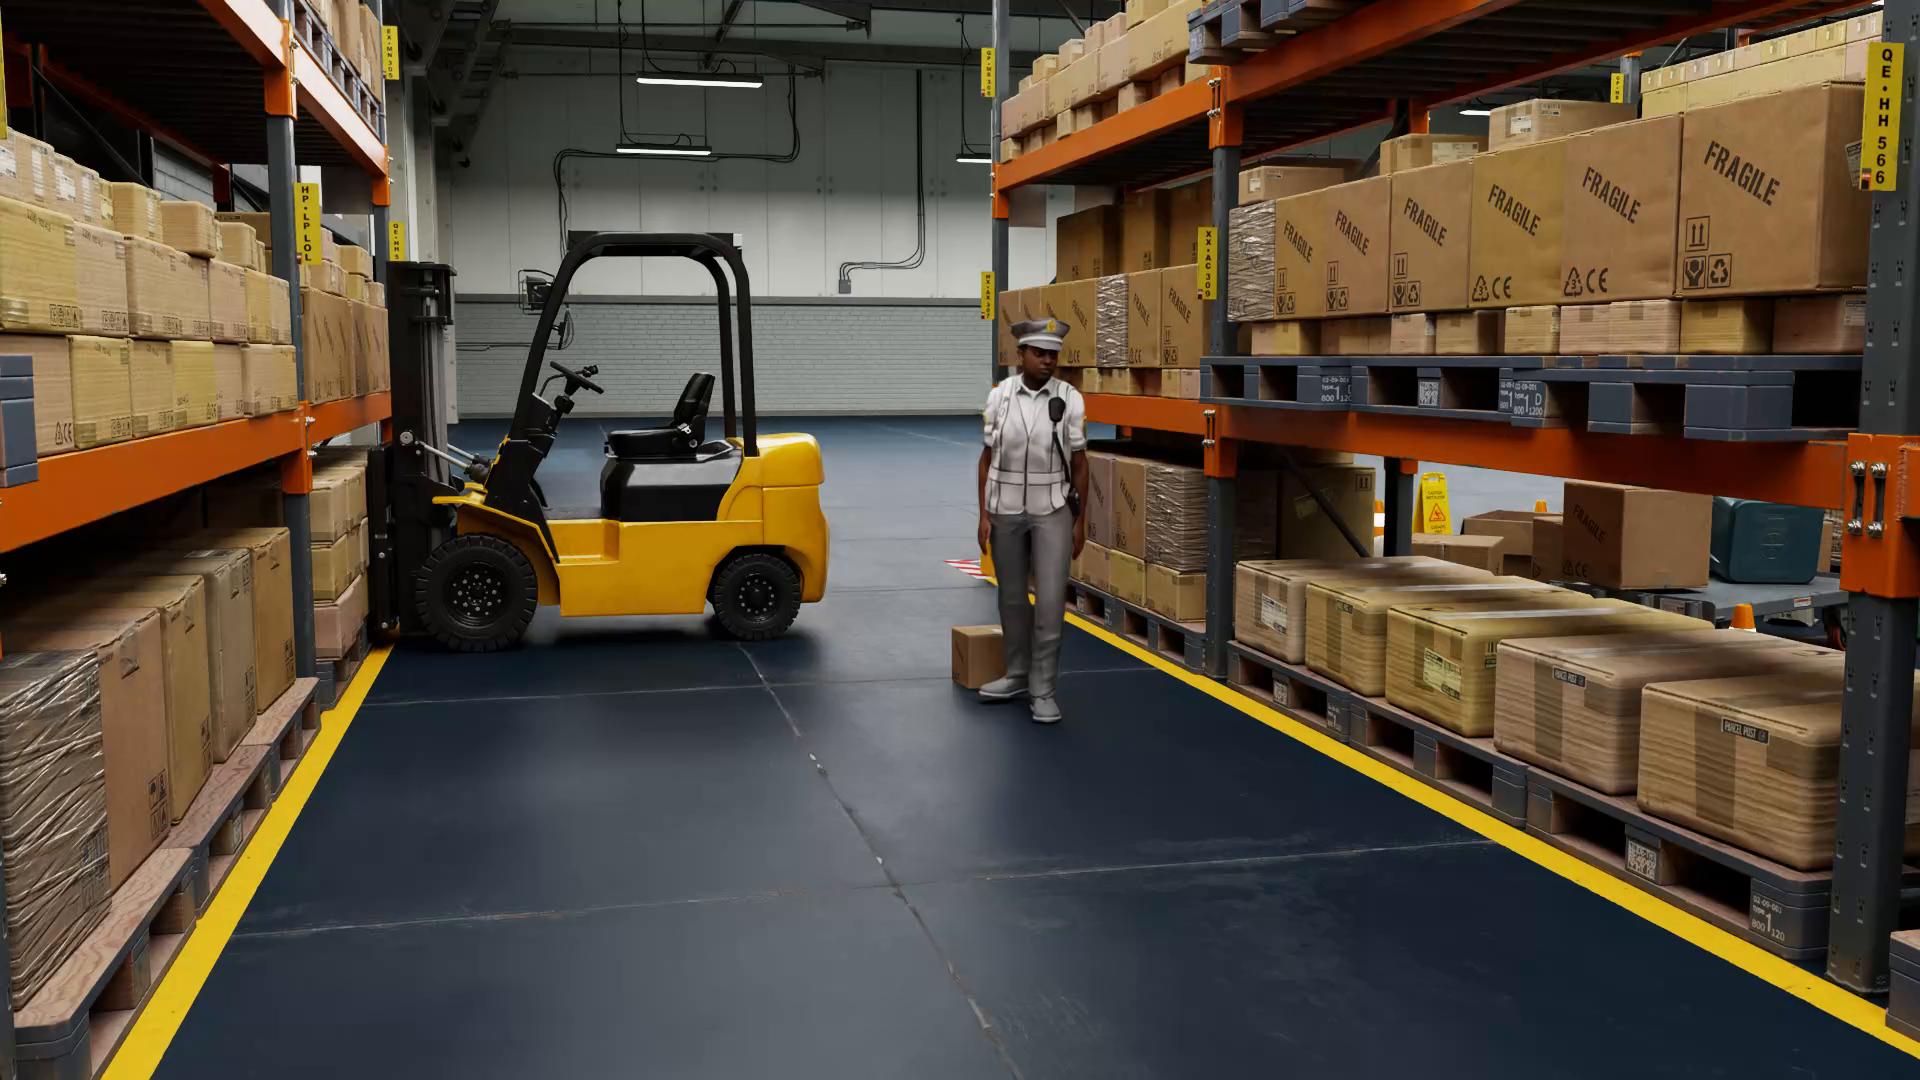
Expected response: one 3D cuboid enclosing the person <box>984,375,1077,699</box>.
[{"bbox_3d":[0.305,-0.018,7.075,0.384,1.363,0.507,1,6,13],"label":"person"}]
